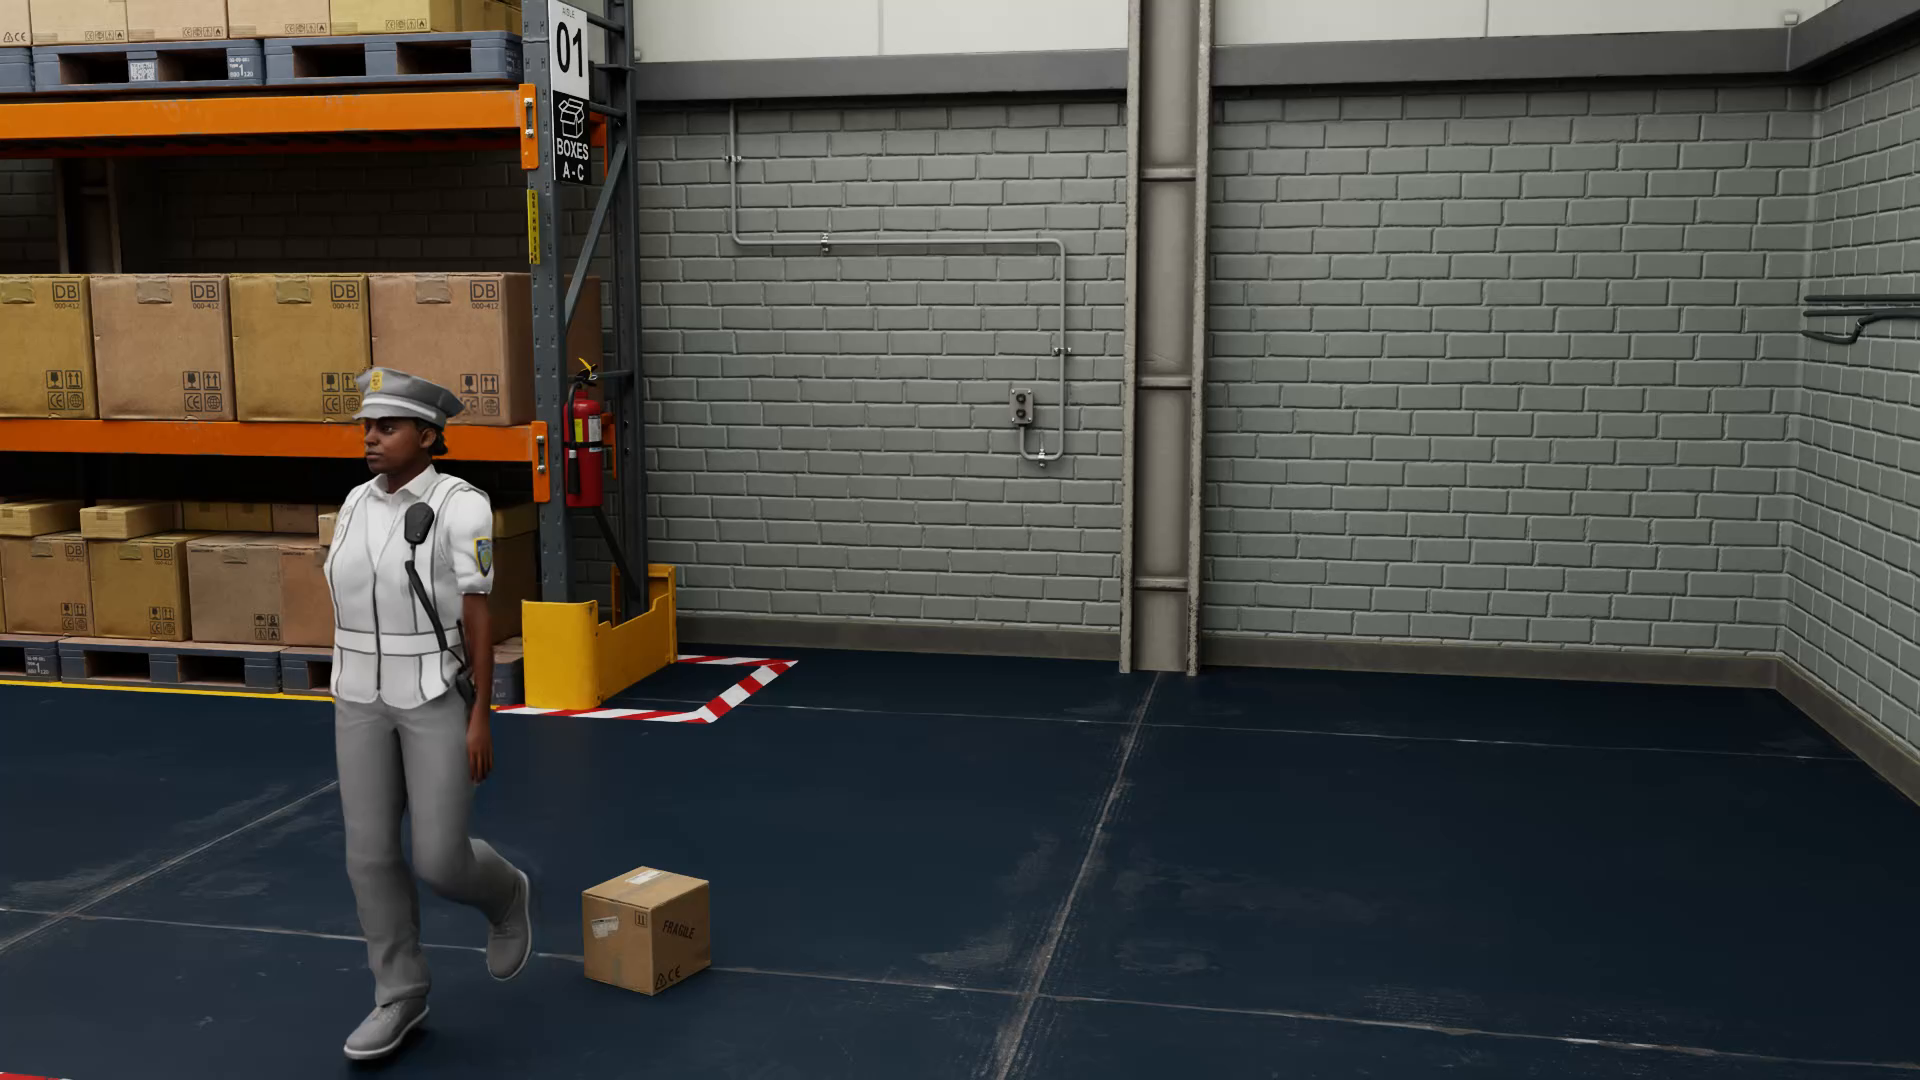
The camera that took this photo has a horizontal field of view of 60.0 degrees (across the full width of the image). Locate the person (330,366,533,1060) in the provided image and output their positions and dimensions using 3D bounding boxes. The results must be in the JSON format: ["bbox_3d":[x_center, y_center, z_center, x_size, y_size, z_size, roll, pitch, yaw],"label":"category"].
[{"bbox_3d":[-6.805,0.646,2.034,10.037,1.809,7.304,2,8,13],"label":"person"}]
